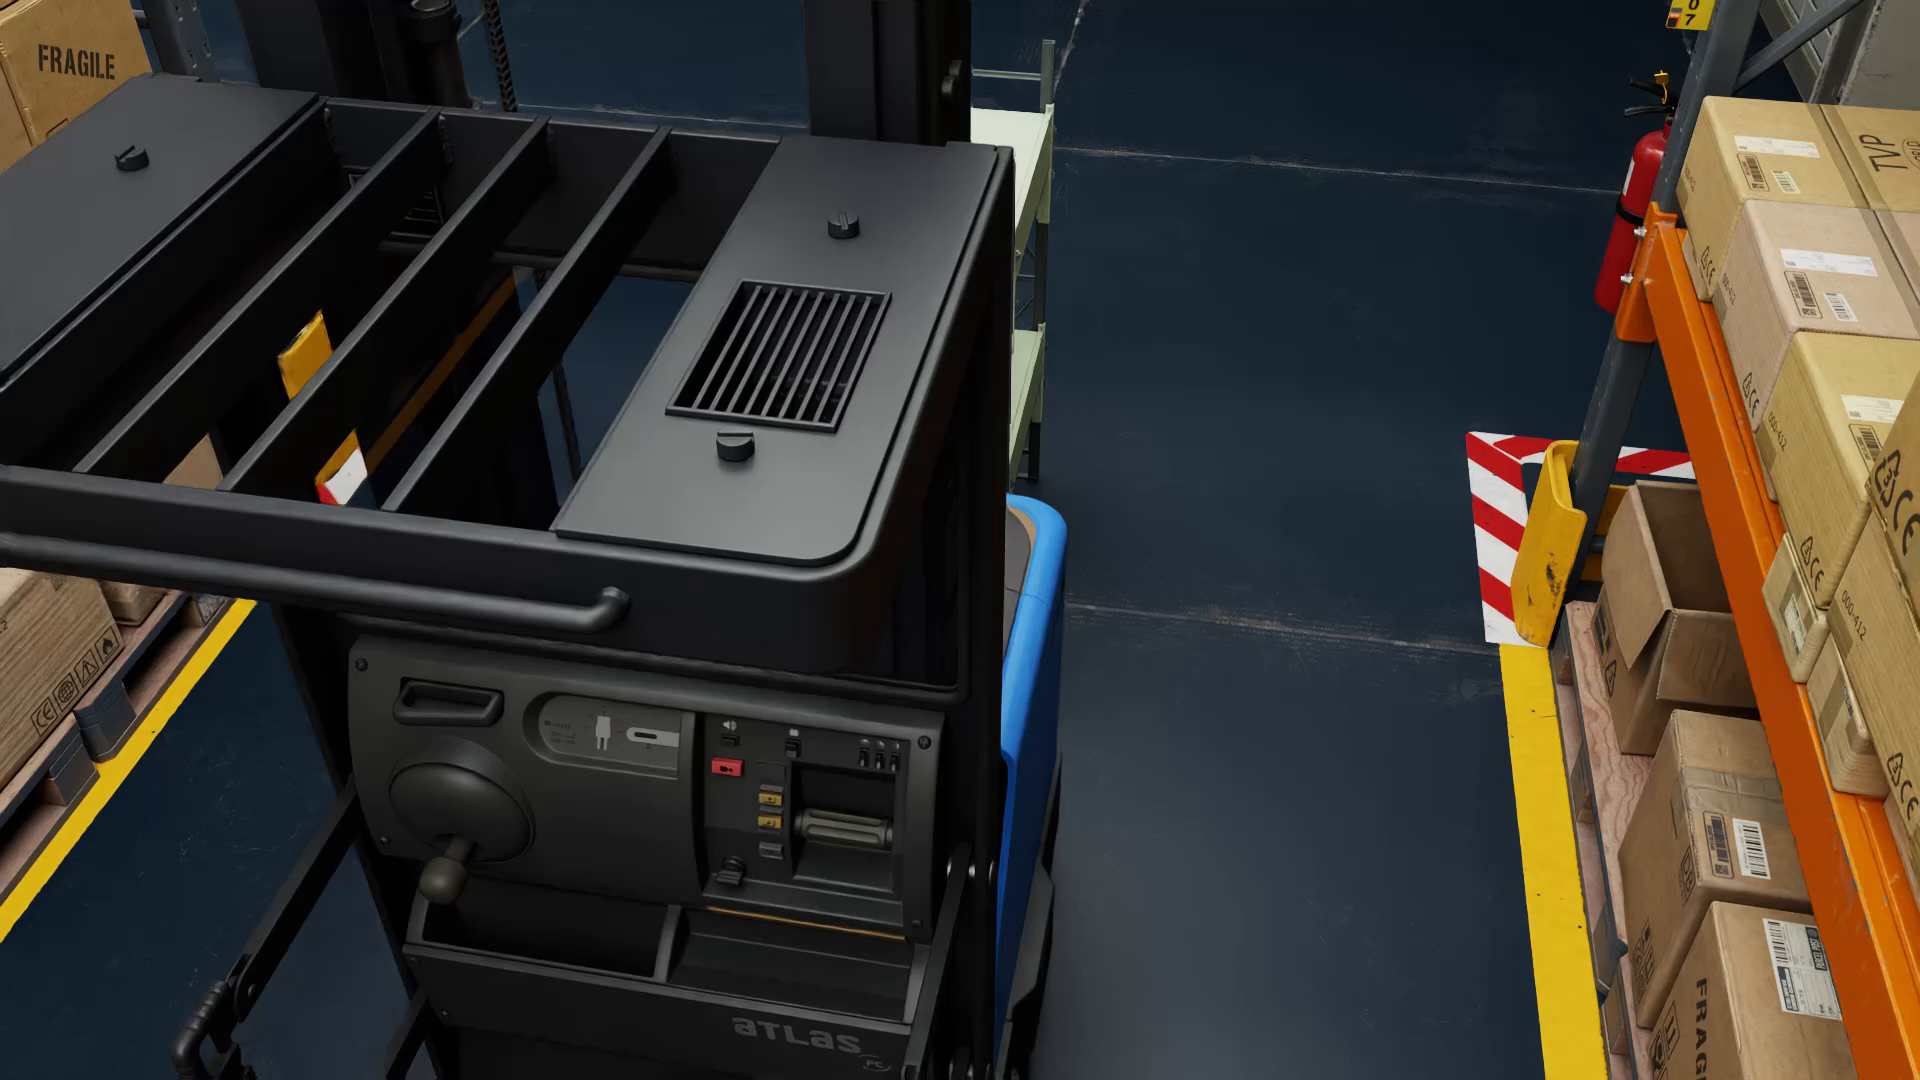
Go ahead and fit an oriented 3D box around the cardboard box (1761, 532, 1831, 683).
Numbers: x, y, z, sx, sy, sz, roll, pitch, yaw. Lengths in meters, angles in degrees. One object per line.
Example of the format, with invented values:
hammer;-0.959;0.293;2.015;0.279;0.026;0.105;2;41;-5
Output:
cardboard box;1.657;0.134;2.931;0.380;0.149;0.250;5;40;6

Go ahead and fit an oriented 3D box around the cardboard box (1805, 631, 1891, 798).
cardboard box;1.632;0.301;2.729;0.380;0.149;0.250;7;40;9

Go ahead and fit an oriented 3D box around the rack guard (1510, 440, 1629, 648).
rack guard;2.243;0.069;4.774;1.175;0.500;0.348;6;40;8

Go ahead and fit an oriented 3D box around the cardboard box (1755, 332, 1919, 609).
cardboard box;1.741;-0.109;2.912;0.500;0.250;0.500;6;40;7

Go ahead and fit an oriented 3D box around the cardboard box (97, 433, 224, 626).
cardboard box;-2.649;-0.236;4.863;0.875;0.438;0.875;5;40;6

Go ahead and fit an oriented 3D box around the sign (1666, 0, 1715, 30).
sign;1.722;-1.335;3.832;0.100;0.325;0.005;6;40;8

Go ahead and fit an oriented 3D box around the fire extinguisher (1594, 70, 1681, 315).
fire extinguisher;1.827;-0.912;4.352;0.296;0.674;0.183;6;40;8

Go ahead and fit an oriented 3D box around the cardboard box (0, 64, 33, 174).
cardboard box;-2.558;-0.880;3.882;0.500;0.500;0.500;6;40;7

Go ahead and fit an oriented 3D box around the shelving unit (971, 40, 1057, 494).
shelving unit;-0.001;-0.574;4.767;0.431;1.500;0.755;6;40;8

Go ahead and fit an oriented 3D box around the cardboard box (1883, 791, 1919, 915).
cardboard box;1.655;0.471;2.524;0.380;0.149;0.250;6;40;8

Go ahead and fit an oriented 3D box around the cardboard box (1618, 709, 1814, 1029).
cardboard box;1.871;0.765;3.603;0.700;0.500;0.500;8;40;9

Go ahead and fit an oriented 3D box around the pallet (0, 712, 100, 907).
pallet;-2.908;0.862;4.042;1.003;0.211;1.213;6;40;8

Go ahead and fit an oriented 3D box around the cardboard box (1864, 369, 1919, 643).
cardboard box;1.653;-0.091;2.302;0.500;0.500;0.500;7;40;9

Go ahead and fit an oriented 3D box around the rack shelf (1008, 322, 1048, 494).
rack shelf;-0.001;-0.323;4.975;0.431;0.370;0.720;6;40;8

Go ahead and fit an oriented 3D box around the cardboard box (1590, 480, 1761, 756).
cardboard box;2.057;0.232;4.245;0.797;0.503;0.637;5;40;6

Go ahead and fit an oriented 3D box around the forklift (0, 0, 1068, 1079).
forklift;-0.527;0.473;2.378;1.130;2.935;3.031;7;40;8

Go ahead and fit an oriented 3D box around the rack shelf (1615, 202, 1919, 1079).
rack shelf;1.910;0.590;2.746;1.077;0.370;4.000;6;40;8

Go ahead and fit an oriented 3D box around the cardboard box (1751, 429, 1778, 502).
cardboard box;1.815;-0.184;3.315;0.380;0.149;0.250;8;40;9

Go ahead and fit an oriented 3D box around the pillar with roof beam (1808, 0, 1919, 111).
pillar with roof beam;-0.629;-5.322;4.624;9.100;9.000;0.400;6;40;8

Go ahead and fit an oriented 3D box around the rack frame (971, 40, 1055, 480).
rack frame;0.062;-0.804;5.045;0.400;1.500;0.023;6;40;8

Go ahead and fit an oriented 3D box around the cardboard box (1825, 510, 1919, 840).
cardboard box;1.673;0.214;2.521;0.500;0.250;0.500;5;40;7

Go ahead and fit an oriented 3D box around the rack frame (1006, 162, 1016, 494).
rack frame;-0.064;-0.344;4.489;0.400;1.500;0.023;6;40;8

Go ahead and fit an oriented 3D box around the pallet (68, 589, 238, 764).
pallet;-2.694;0.098;4.966;1.003;0.211;1.213;6;40;8

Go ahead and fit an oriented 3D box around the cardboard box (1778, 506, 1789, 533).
cardboard box;1.775;-0.016;3.113;0.380;0.149;0.250;7;40;8

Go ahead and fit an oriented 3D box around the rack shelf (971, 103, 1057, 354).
rack shelf;-0.001;-0.875;4.518;0.431;0.370;0.720;6;40;8

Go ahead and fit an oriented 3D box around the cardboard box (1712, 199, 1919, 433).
cardboard box;1.825;-0.427;3.297;0.500;0.250;0.500;7;40;8

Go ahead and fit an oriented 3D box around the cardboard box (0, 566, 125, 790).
cardboard box;-2.799;0.339;4.167;0.875;0.438;0.875;7;40;9

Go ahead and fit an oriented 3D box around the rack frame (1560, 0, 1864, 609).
rack frame;2.256;-0.942;4.035;1.000;3.000;0.127;6;40;8

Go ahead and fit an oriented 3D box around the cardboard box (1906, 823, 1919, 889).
cardboard box;1.583;0.537;2.130;0.500;0.250;0.500;6;40;7

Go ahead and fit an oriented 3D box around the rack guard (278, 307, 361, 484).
rack guard;-2.629;-0.539;5.509;1.175;0.500;0.348;6;40;8

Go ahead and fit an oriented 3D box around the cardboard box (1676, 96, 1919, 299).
cardboard box;1.912;-0.744;3.680;0.500;0.250;0.500;7;40;8

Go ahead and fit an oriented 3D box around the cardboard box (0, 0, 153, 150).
cardboard box;-2.456;-1.194;4.261;0.500;0.500;0.500;7;40;8

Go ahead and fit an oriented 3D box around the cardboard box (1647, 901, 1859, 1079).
cardboard box;1.681;1.086;3.215;0.500;0.500;0.500;7;40;8

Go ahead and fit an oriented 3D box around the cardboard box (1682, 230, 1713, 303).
cardboard box;1.929;-0.669;3.902;0.380;0.149;0.250;6;40;7

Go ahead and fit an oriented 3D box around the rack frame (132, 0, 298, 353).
rack frame;-2.633;-1.487;4.694;1.000;3.000;0.127;6;40;8

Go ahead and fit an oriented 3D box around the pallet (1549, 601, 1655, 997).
pallet;2.106;0.681;4.261;1.003;0.211;1.213;6;40;8

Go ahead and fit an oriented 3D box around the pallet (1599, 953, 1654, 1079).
pallet;1.893;1.444;3.338;1.003;0.211;1.213;6;40;8
